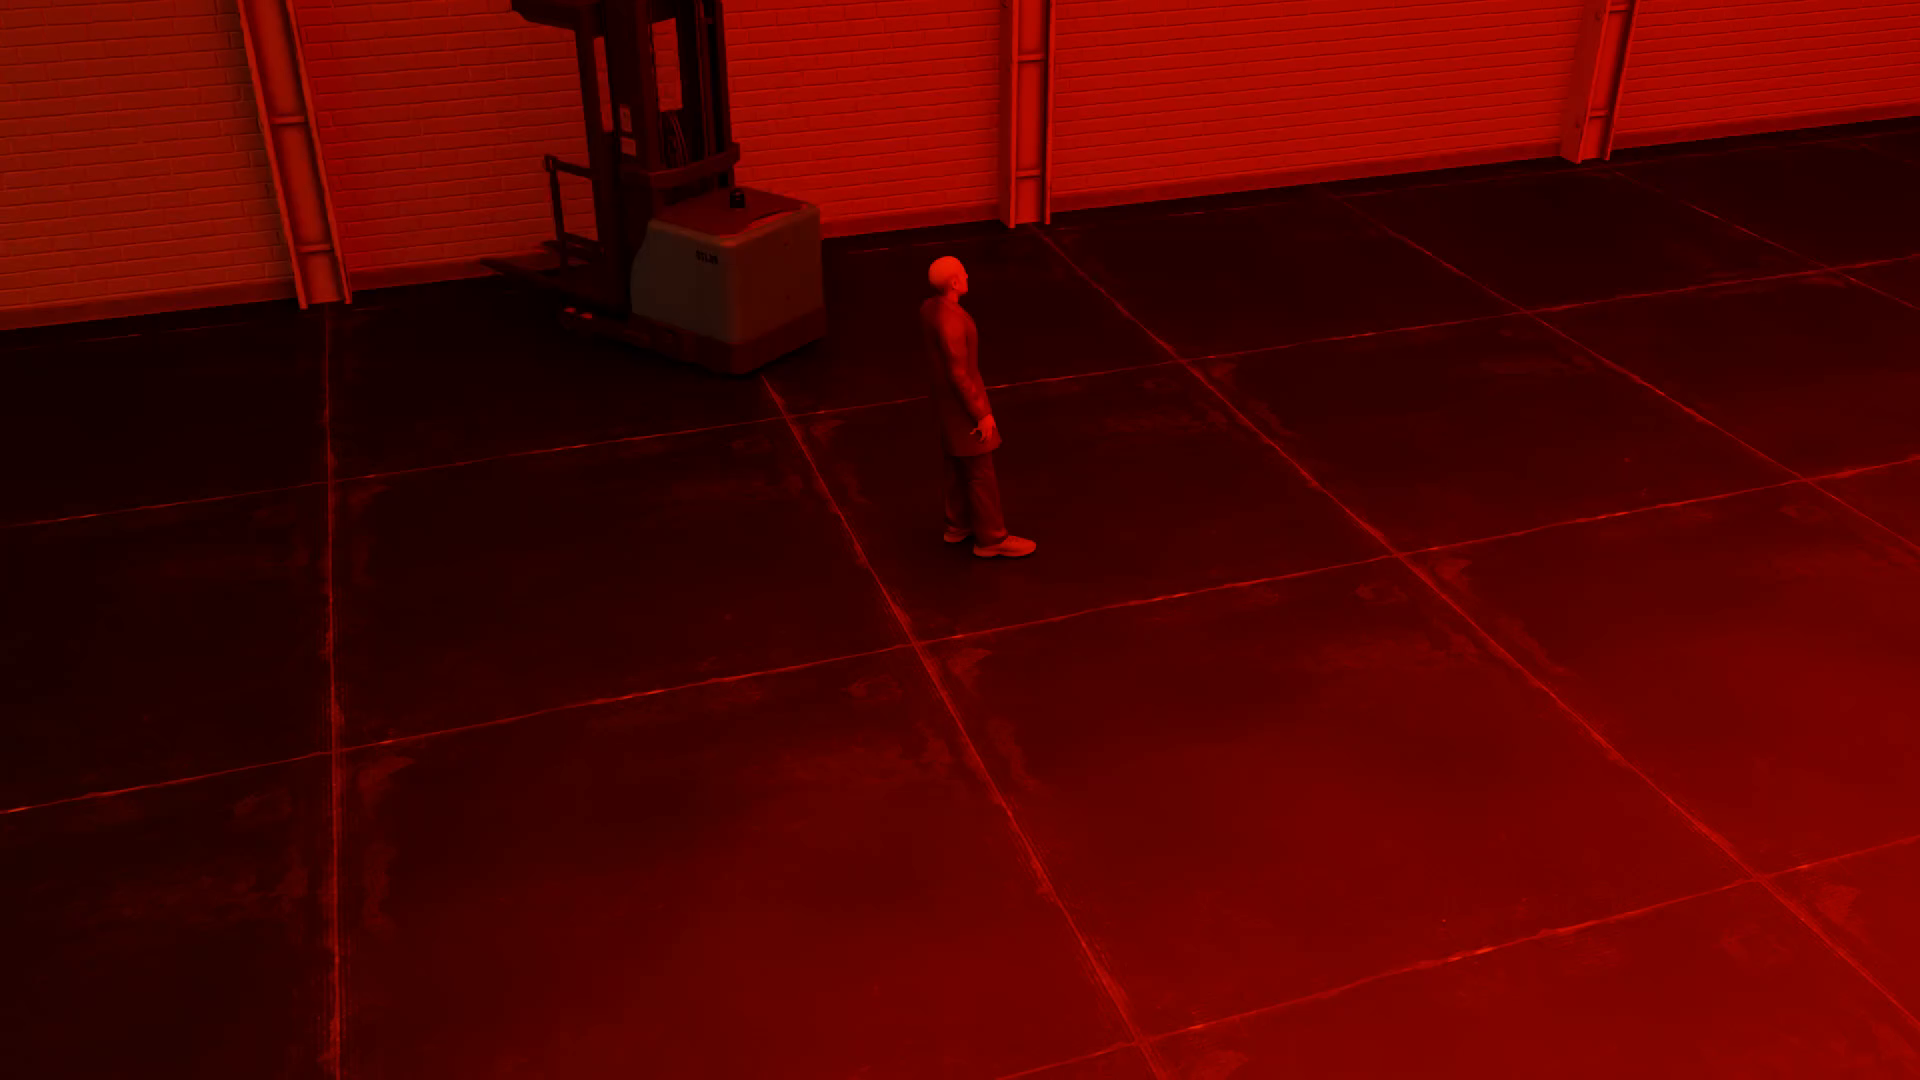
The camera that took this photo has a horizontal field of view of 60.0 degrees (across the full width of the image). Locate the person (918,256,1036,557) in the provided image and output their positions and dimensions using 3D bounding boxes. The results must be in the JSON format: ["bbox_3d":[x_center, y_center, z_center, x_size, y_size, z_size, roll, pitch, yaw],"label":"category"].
[{"bbox_3d":[0.088,-0.789,9.600,0.582,1.776,0.696,-10,31,-16],"label":"person"}]

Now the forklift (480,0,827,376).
[{"bbox_3d":[-2.493,-3.031,12.356,3.031,2.935,1.130,20,36,31],"label":"forklift"}]
